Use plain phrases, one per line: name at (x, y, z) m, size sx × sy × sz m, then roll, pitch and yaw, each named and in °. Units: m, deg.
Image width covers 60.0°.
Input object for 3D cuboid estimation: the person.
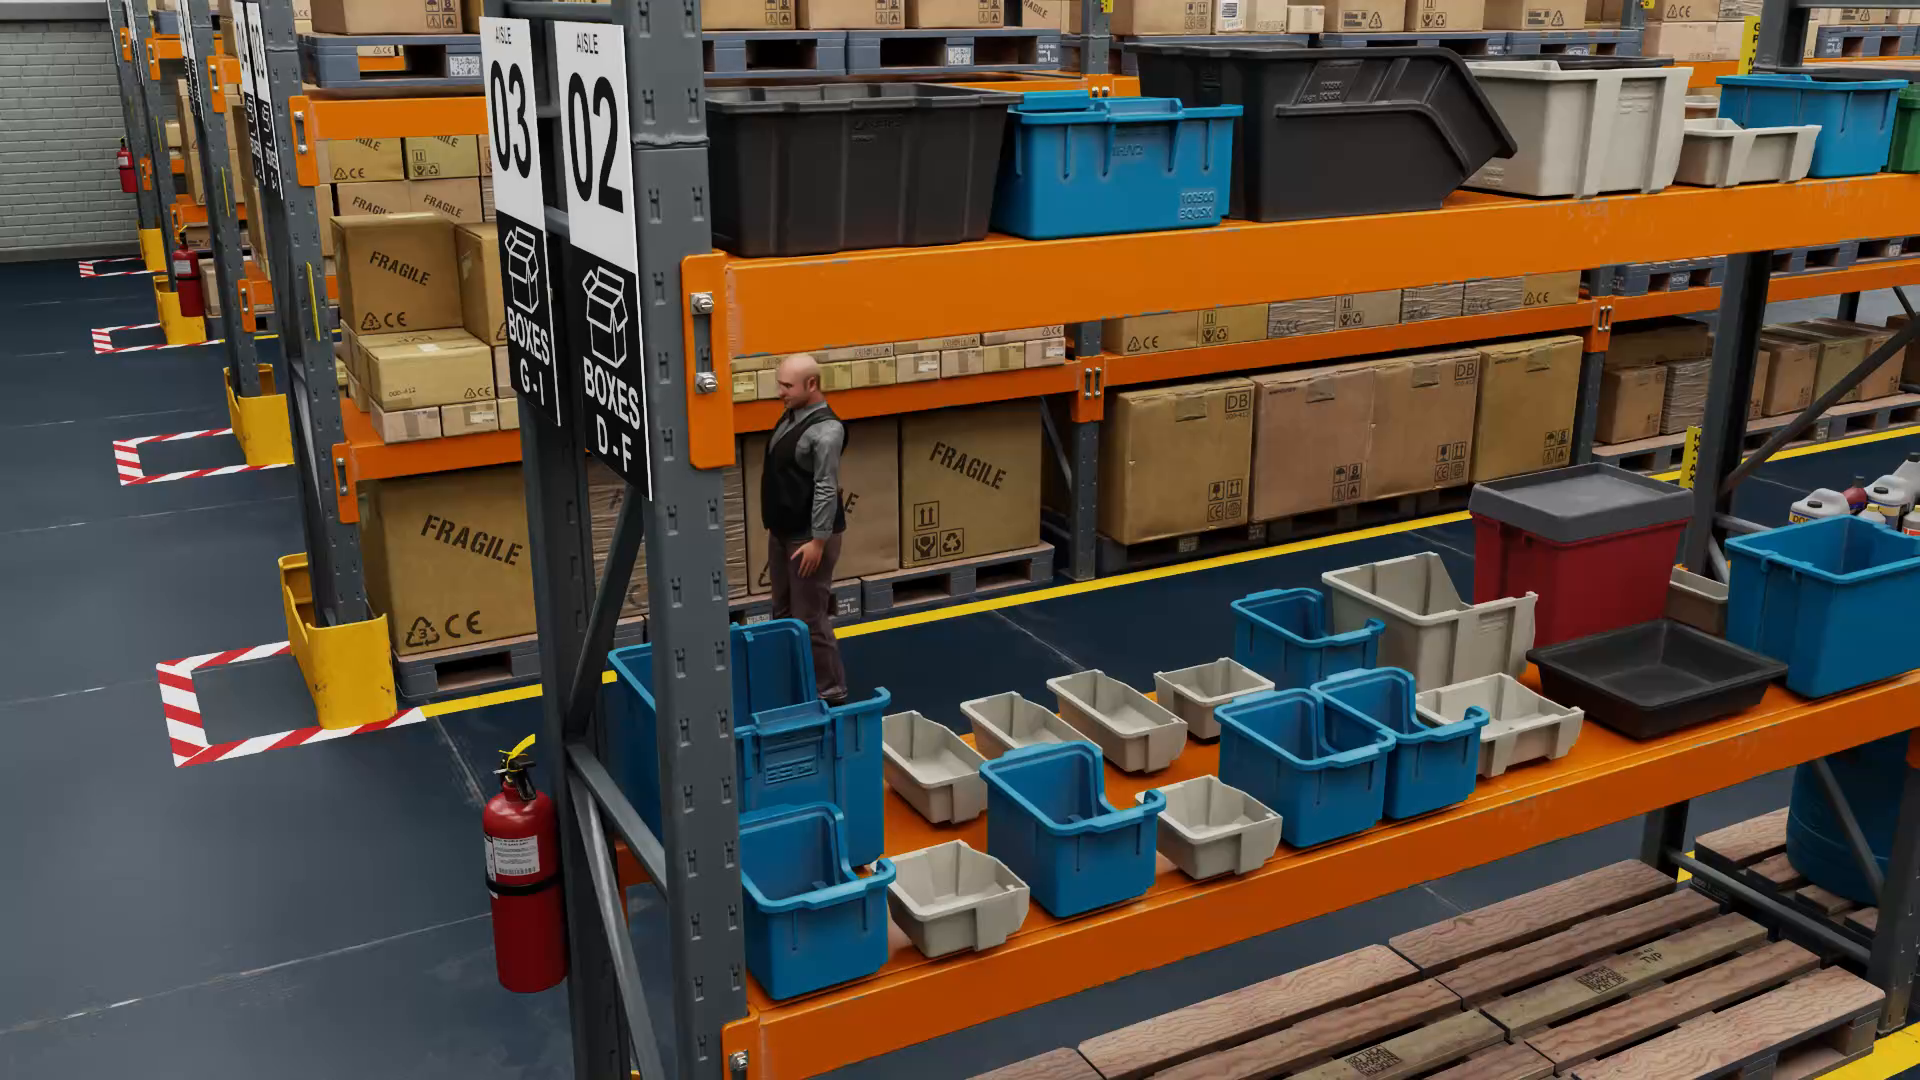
person at (-0.715, -0.017, 7.668) m, size 0.357 × 1.713 × 0.533 m, roll -9°, pitch 20°, yaw -26°
